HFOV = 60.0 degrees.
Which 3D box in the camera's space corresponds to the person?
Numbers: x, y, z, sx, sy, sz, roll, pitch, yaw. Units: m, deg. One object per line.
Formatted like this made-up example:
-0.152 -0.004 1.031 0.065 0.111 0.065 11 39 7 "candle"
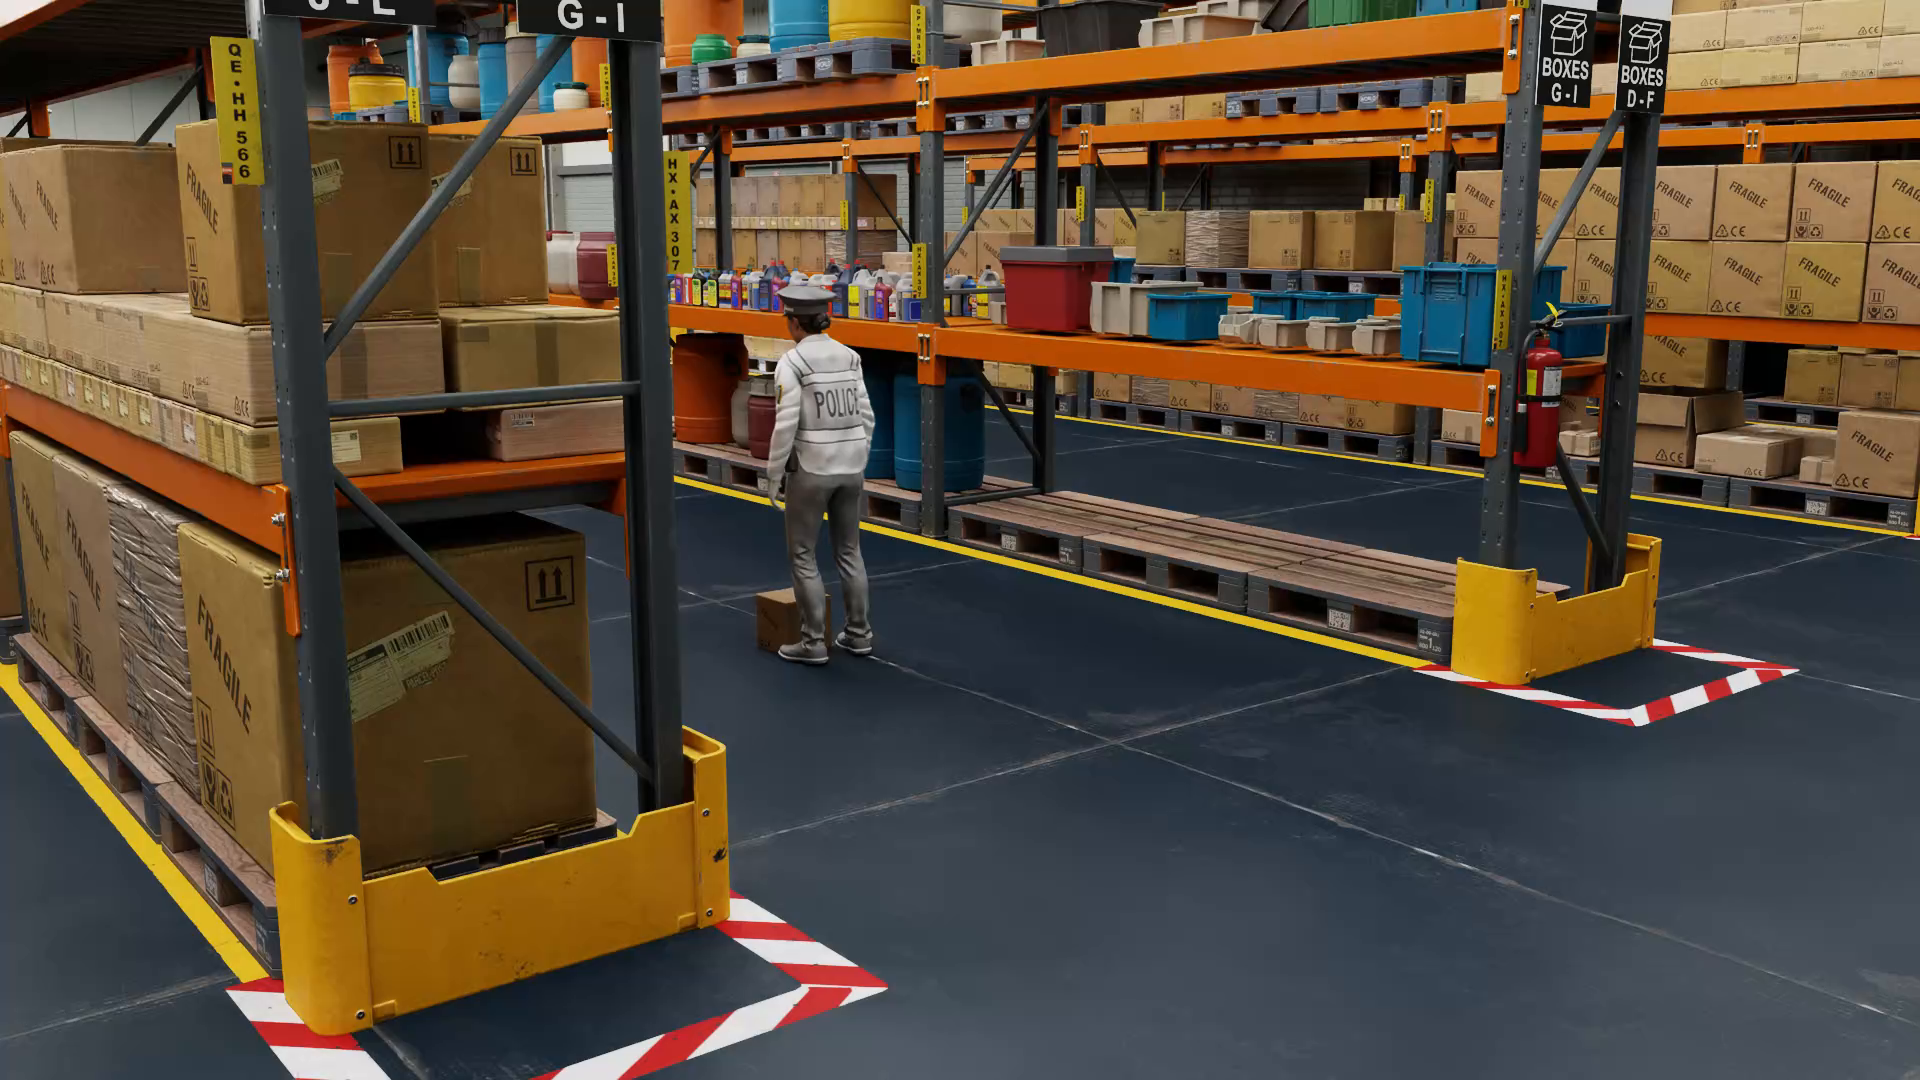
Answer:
-0.619 -0.284 7.381 0.539 1.663 0.376 -9 14 -39 "person"
